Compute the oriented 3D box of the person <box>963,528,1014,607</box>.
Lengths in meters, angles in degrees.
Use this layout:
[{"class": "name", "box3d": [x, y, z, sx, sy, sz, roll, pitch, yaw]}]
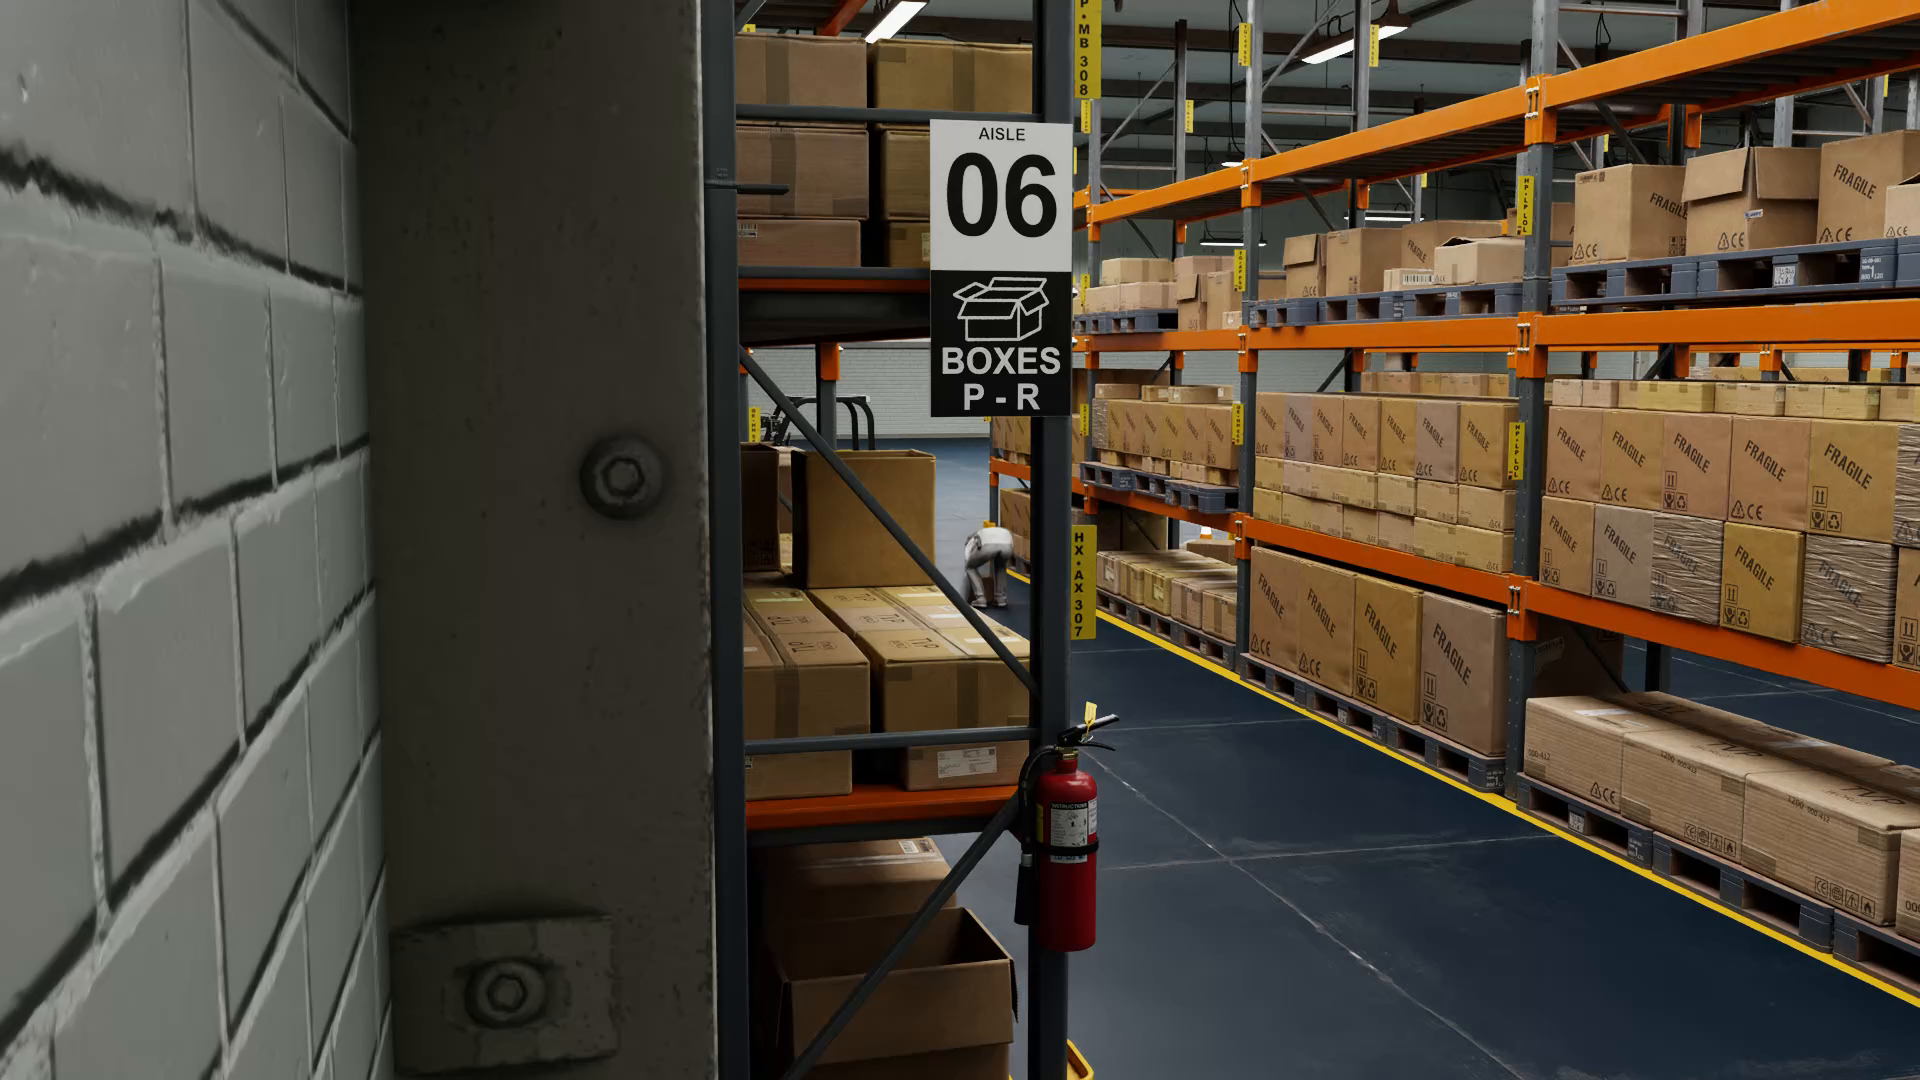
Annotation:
[{"class": "person", "box3d": [0.274, 0.272, 17.366, 0.462, 0.842, 0.889, -2, 6, -16]}]
